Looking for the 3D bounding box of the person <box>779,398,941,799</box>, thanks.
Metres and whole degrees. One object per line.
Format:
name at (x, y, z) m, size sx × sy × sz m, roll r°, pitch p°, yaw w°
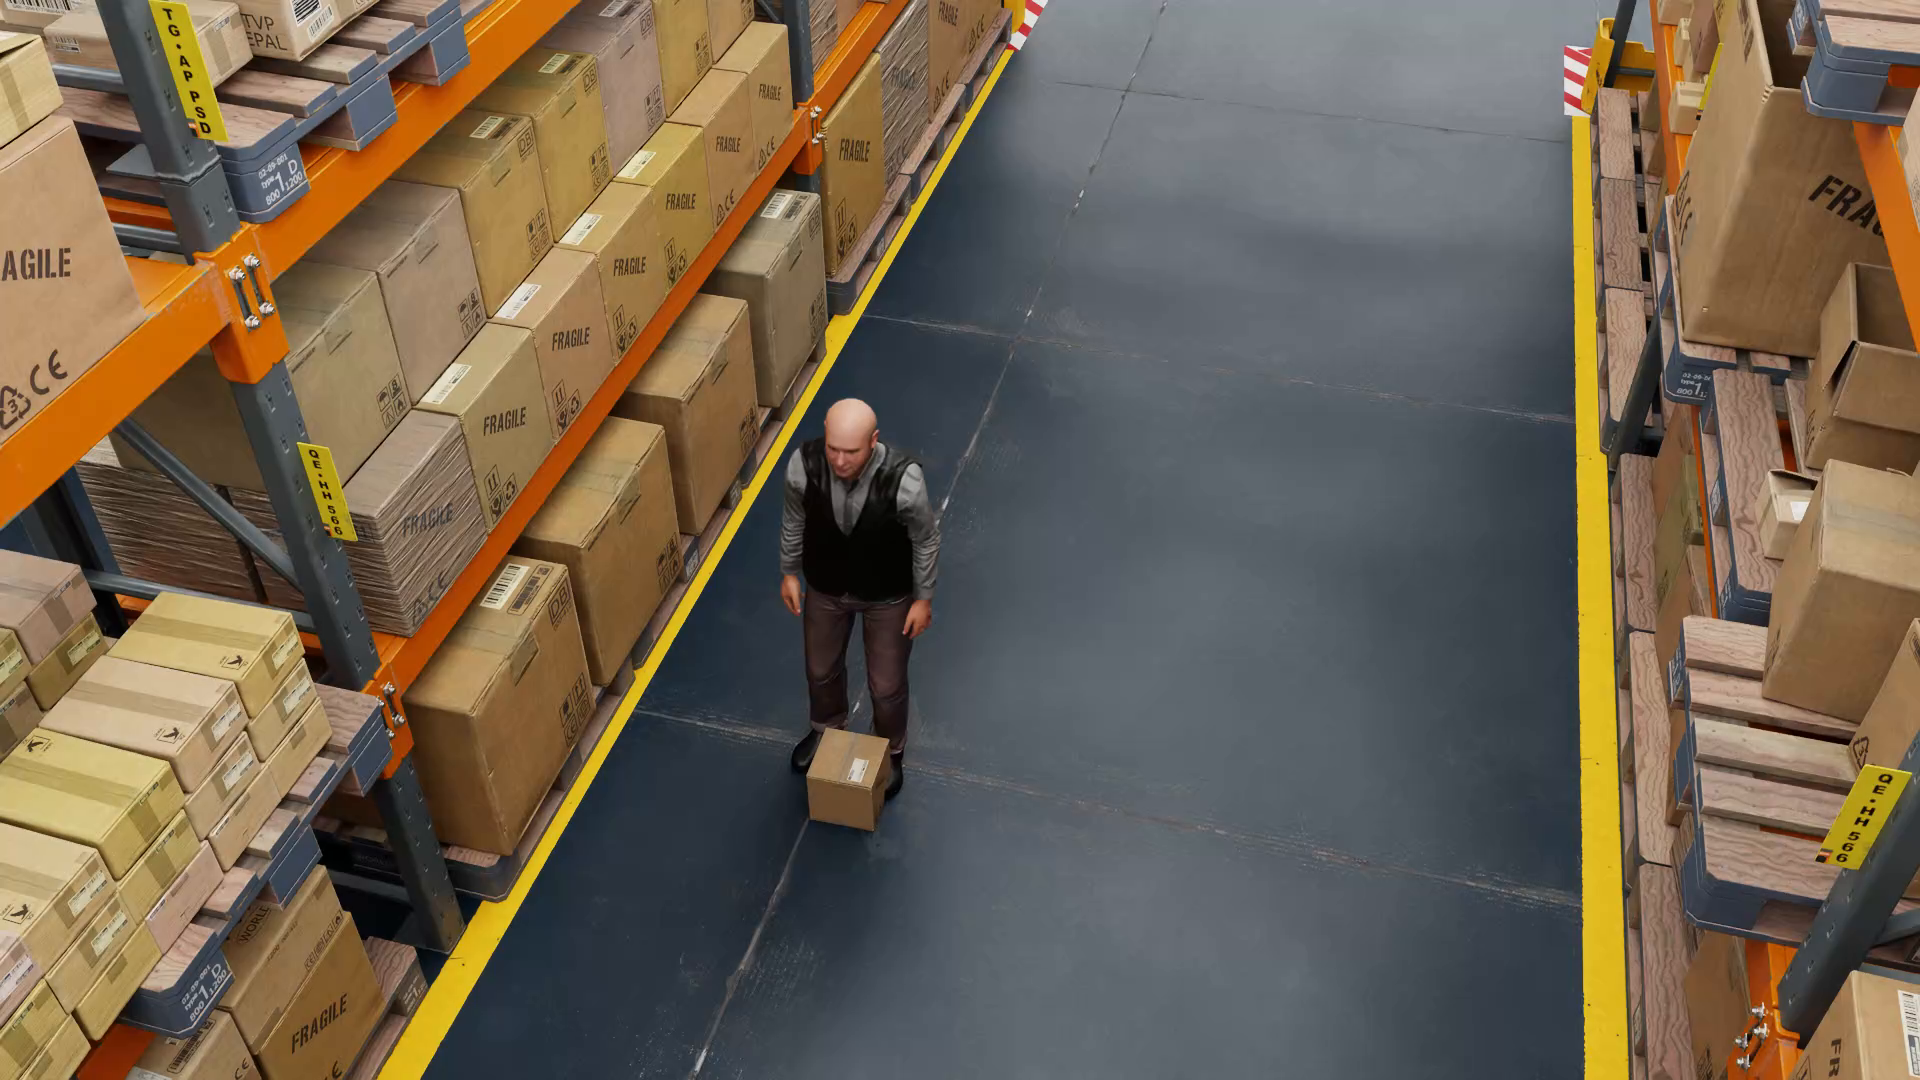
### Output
person at (-0.360, 0.179, 5.968) m, size 0.580 × 1.721 × 0.460 m, roll 10°, pitch 42°, yaw 12°
